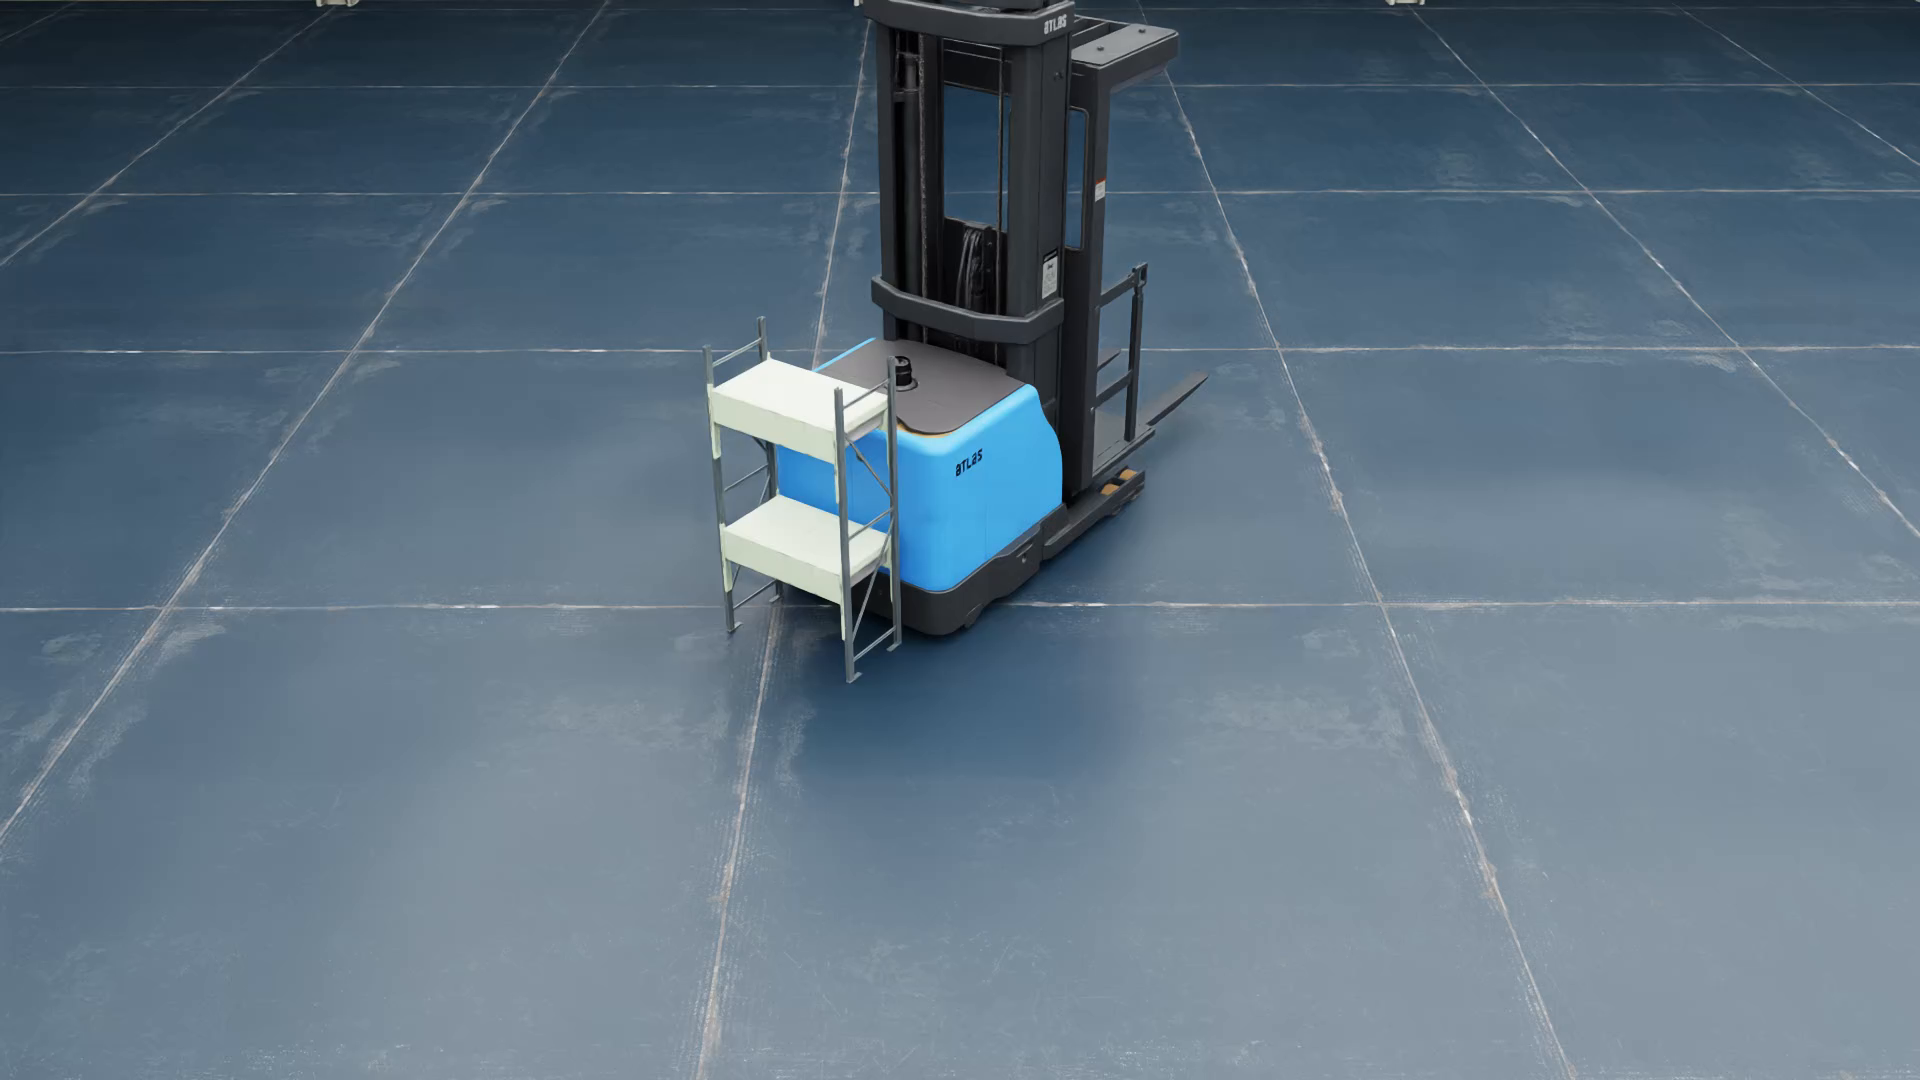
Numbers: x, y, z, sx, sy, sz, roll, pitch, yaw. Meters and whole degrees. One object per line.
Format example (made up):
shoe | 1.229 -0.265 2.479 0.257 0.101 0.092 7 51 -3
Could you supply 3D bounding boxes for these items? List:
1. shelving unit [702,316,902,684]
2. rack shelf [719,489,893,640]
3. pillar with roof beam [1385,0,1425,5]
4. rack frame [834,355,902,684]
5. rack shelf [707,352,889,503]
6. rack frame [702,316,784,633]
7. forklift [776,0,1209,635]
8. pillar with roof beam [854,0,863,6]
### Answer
shelving unit | -0.702 -0.175 7.592 0.755 1.500 0.431 20 36 29
rack shelf | -0.702 0.104 7.761 0.720 0.370 0.431 20 36 29
pillar with roof beam | 5.036 -7.695 12.757 0.400 9.000 9.100 0 31 0
rack frame | -0.401 -0.066 7.413 0.023 1.500 0.400 20 36 29
rack shelf | -0.702 -0.508 7.390 0.720 0.370 0.431 20 36 29
rack frame | -1.002 -0.283 7.771 0.023 1.500 0.400 20 36 29
forklift | 0.356 -1.518 8.427 1.130 2.935 3.031 20 36 29
pillar with roof beam | -0.964 -7.676 12.726 0.400 9.000 9.100 0 31 0
